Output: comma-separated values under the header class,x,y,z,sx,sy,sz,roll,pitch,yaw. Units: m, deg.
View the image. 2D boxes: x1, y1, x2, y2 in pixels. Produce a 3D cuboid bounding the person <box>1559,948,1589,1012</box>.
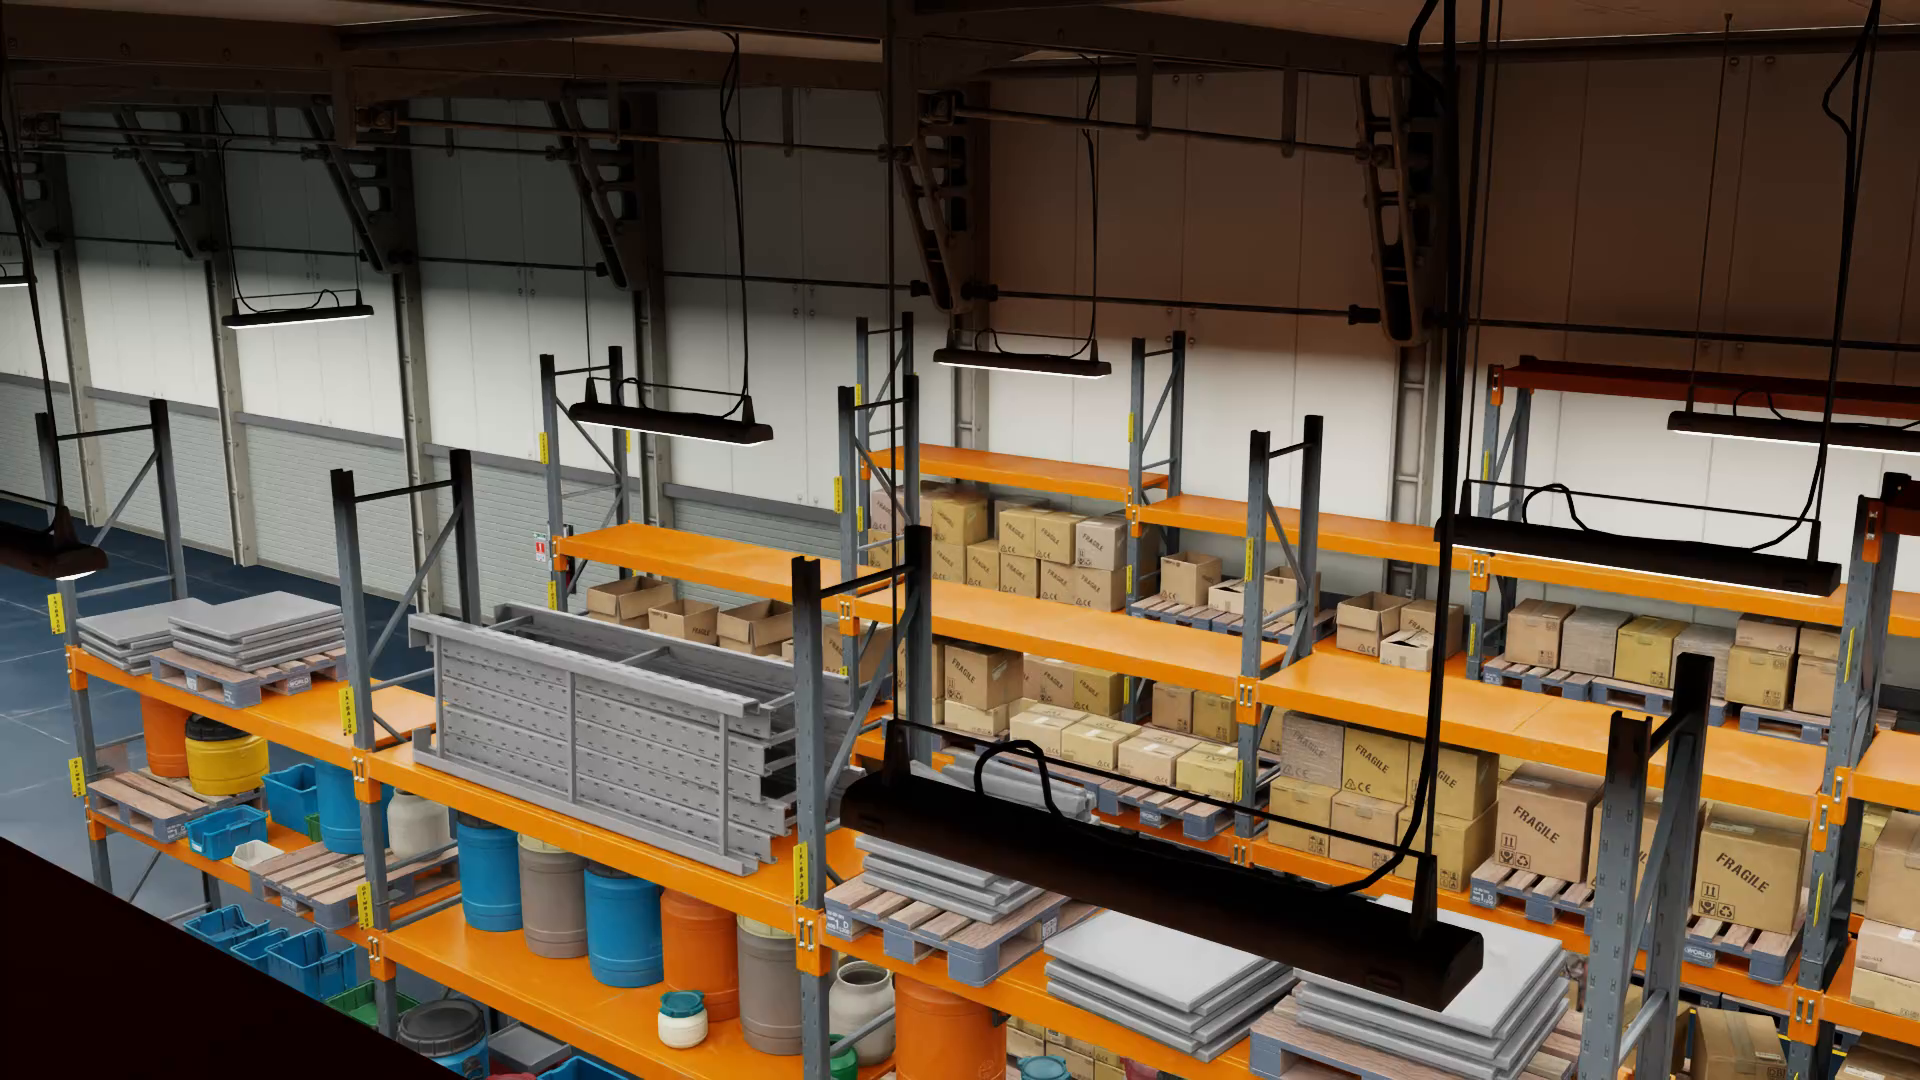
class,x,y,z,sx,sy,sz,roll,pitch,yaw
person,5.475,3.870,14.734,1.099,1.713,0.596,9,16,33
